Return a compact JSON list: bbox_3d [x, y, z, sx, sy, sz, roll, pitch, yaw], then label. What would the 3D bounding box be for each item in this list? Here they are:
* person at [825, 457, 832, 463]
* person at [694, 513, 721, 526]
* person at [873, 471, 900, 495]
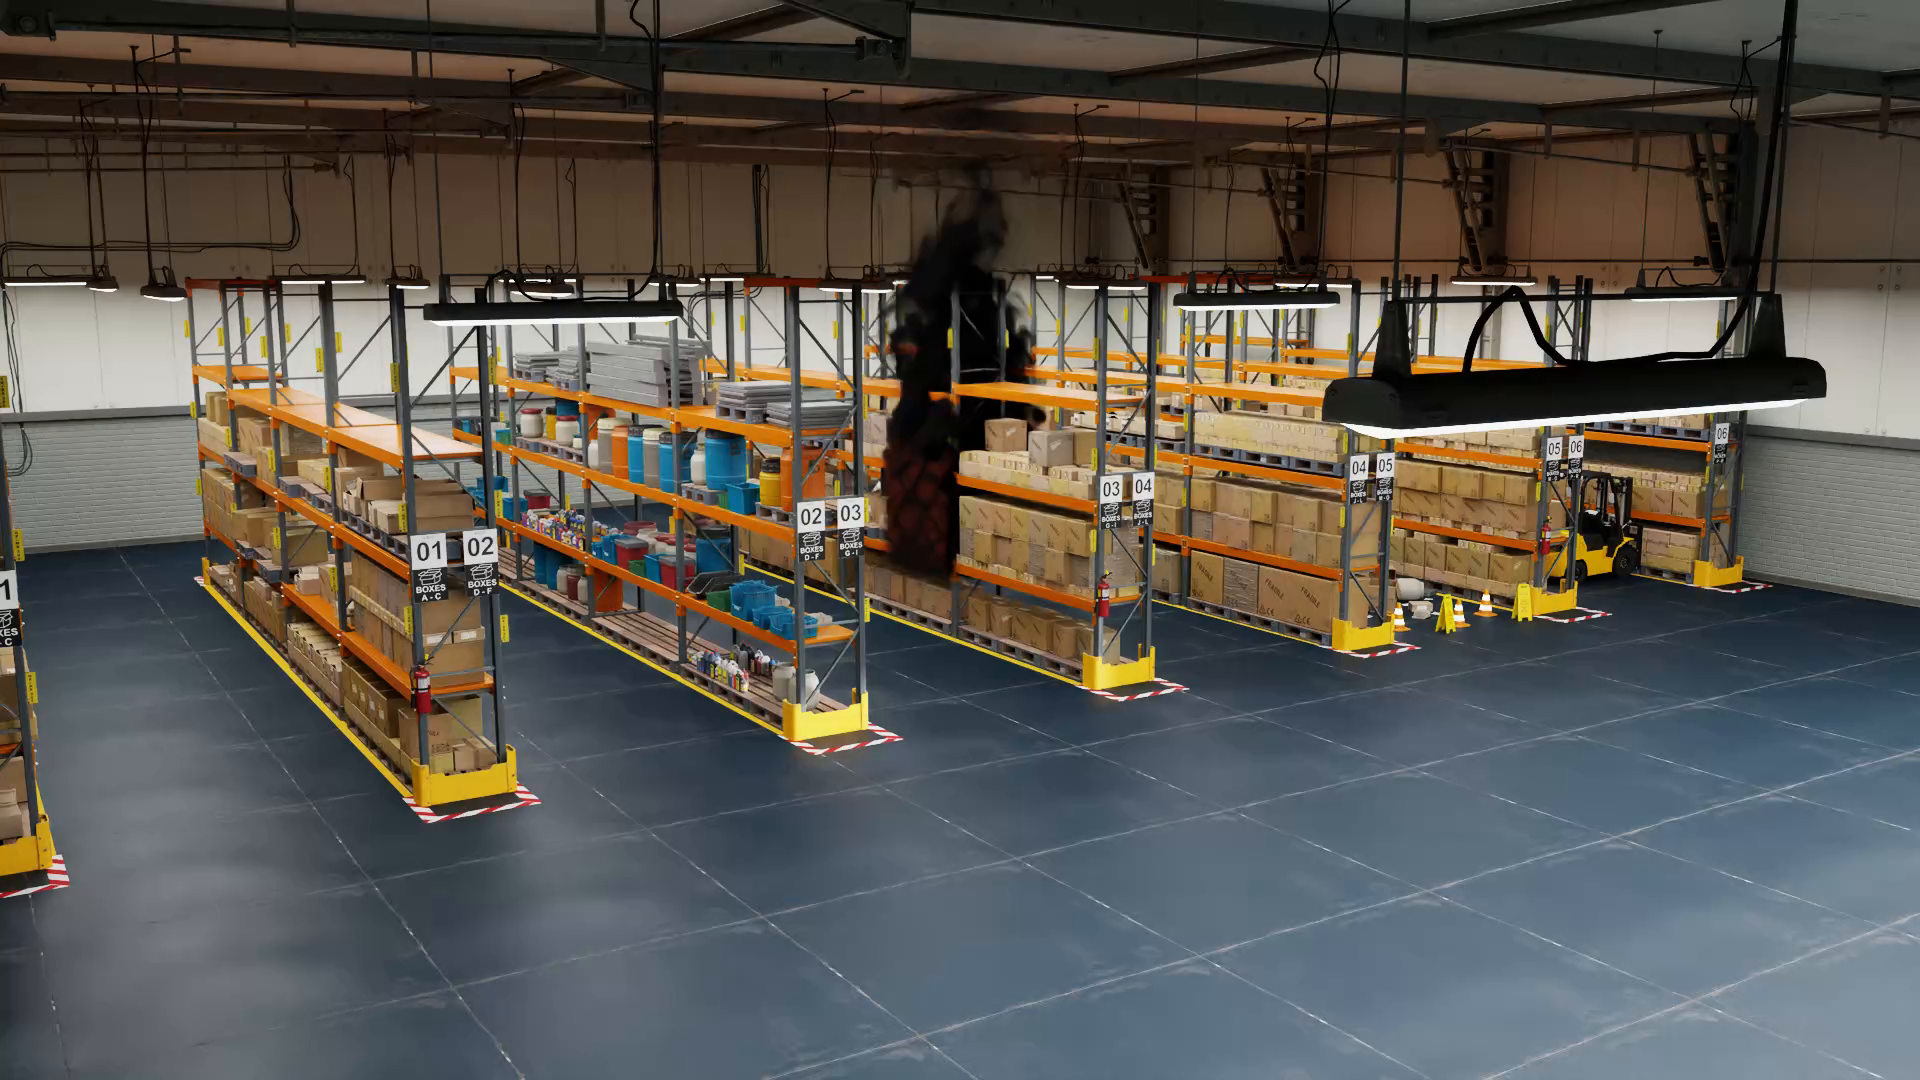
[{"bbox_3d":[-3.357,-1.317,40.959,0.612,1.622,0.516,5,11,28],"label":"person"},{"bbox_3d":[-4.664,-0.024,31.267,0.688,1.872,0.743,-8,12,-38],"label":"person"},{"bbox_3d":[-1.603,-0.720,37.427,0.574,1.704,0.697,-6,11,-31],"label":"person"}]
